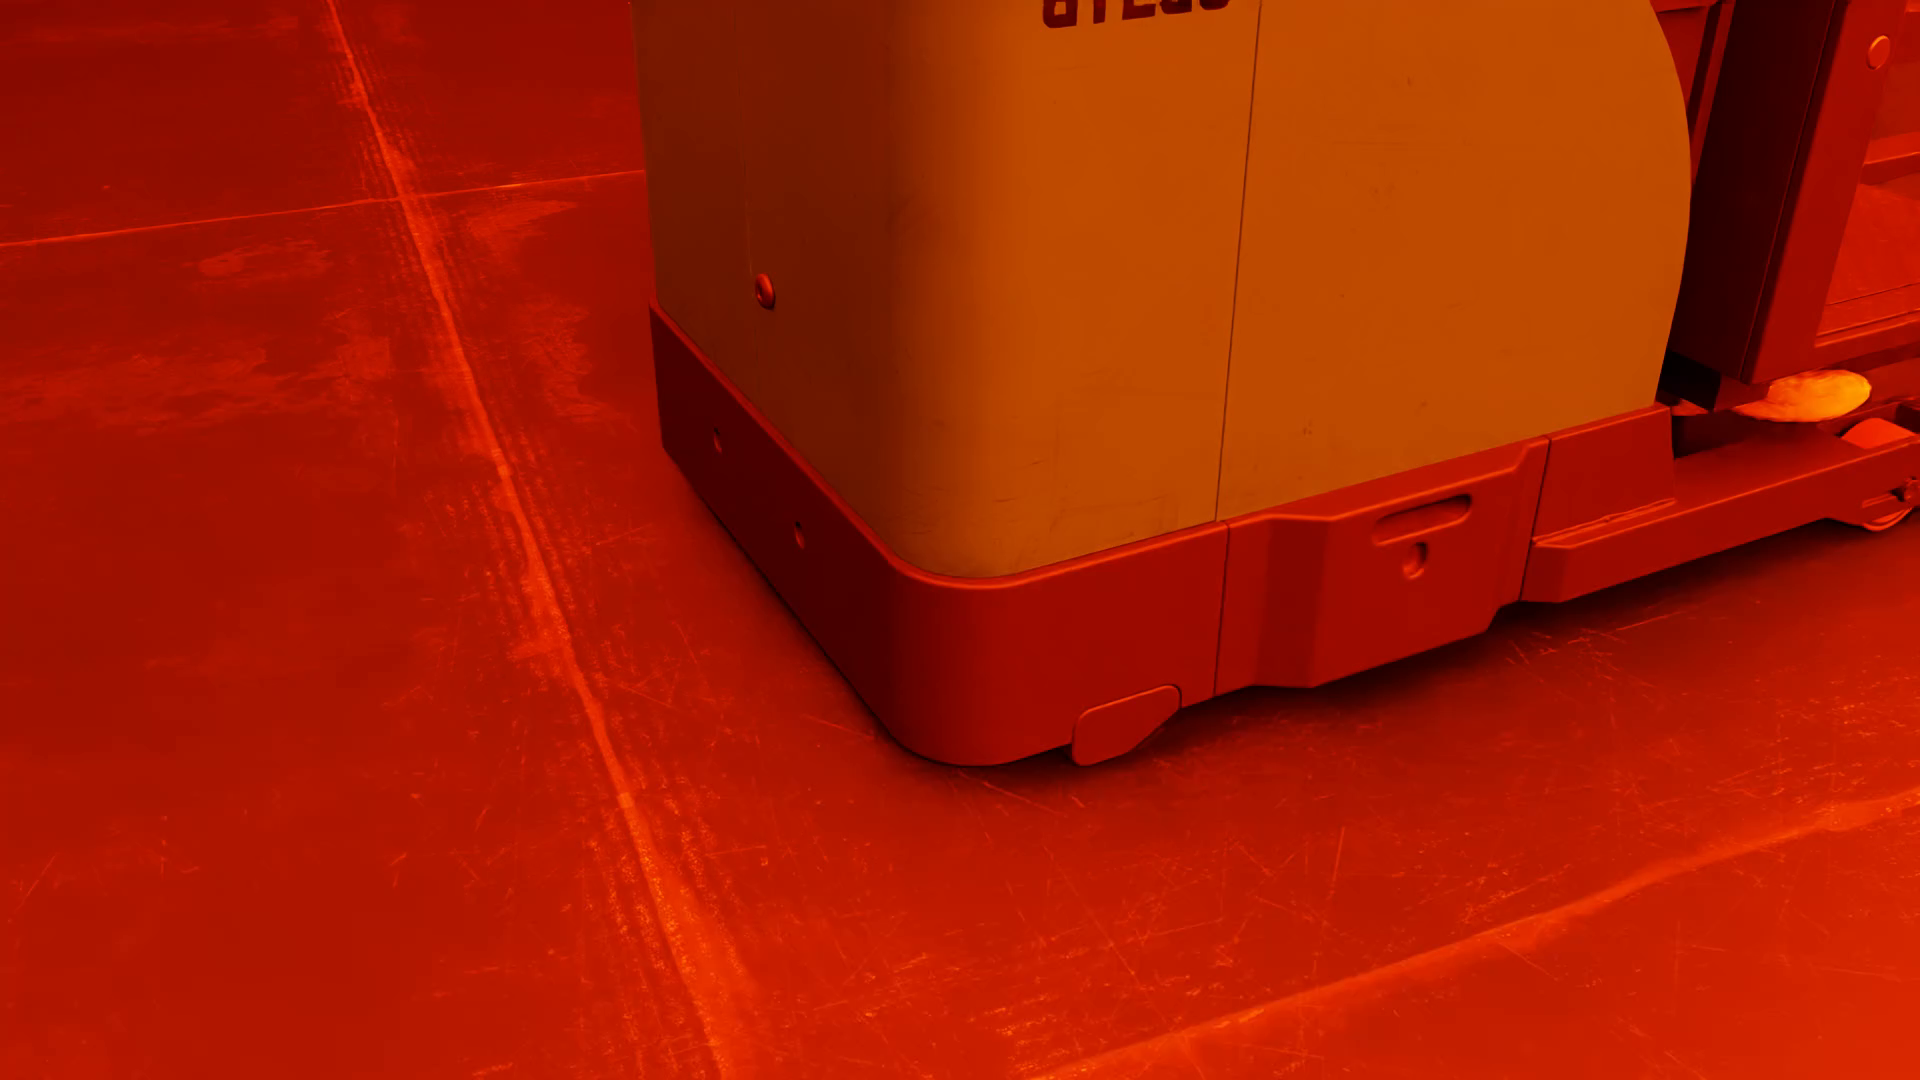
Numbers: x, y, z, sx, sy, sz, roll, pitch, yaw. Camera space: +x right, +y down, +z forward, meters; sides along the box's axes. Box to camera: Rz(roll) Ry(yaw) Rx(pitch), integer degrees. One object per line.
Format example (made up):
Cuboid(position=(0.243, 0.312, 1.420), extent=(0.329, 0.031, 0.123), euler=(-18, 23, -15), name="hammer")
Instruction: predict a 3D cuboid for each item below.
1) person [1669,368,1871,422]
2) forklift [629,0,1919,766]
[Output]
Cuboid(position=(1.058, -0.945, 2.426), extent=(0.713, 1.498, 0.728), euler=(10, 31, 16), name="person")
Cuboid(position=(1.080, -1.506, 2.182), extent=(3.031, 2.935, 1.130), euler=(-14, 33, -23), name="forklift")
